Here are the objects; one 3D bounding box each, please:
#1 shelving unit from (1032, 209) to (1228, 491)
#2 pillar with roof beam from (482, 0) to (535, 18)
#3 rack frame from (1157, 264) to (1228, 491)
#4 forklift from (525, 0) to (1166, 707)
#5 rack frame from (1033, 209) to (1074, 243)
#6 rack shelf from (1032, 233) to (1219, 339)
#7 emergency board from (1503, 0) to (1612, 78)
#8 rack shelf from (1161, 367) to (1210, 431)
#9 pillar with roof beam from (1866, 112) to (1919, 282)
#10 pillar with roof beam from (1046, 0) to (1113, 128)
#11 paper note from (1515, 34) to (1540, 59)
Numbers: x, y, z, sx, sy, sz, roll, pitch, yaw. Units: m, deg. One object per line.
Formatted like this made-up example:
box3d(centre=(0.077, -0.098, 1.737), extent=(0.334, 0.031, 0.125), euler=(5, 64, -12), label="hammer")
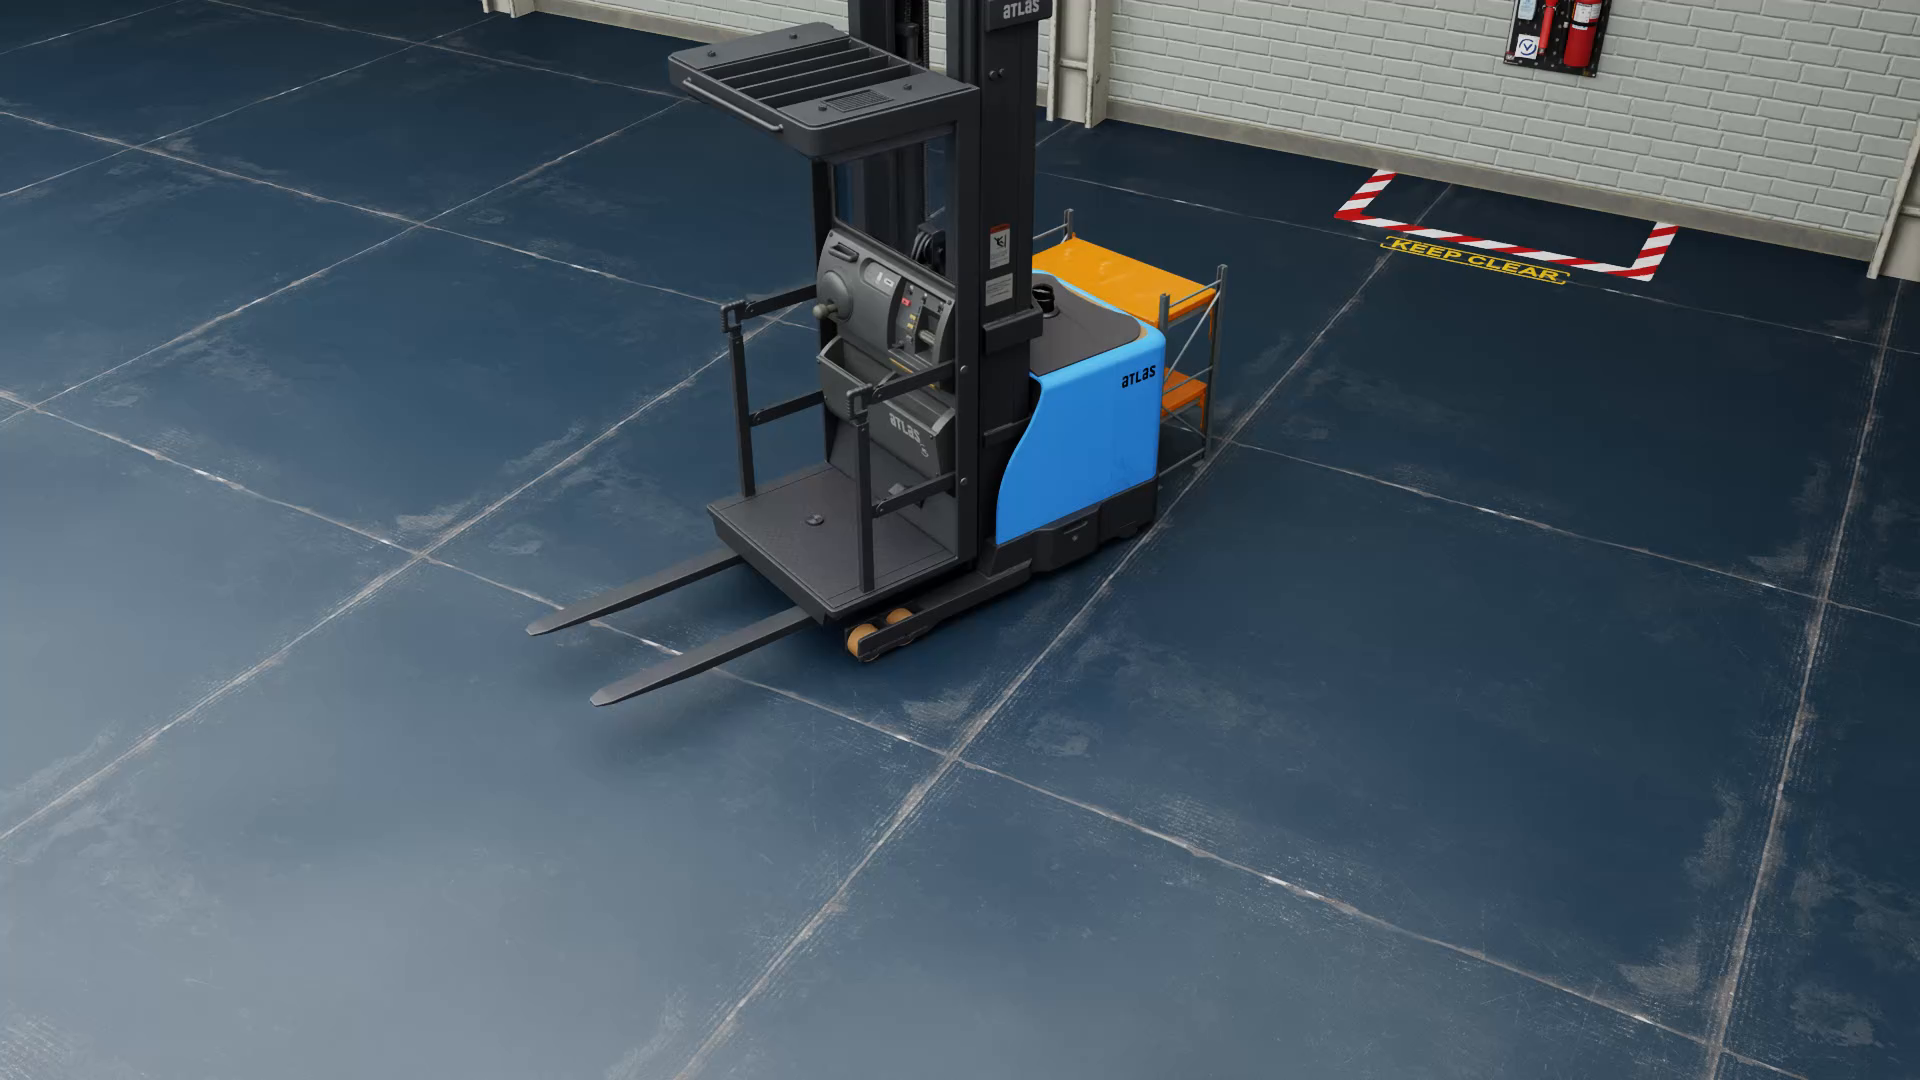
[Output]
box3d(centre=(0.784, -0.999, 8.736), extent=(1.048, 1.125, 0.538), euler=(29, 43, 36), label="shelving unit")
box3d(centre=(-6.408, -6.703, 10.198), extent=(0.400, 9.000, 9.100), euler=(18, 37, 24), label="pillar with roof beam")
box3d(centre=(1.146, -0.802, 8.439), extent=(0.032, 1.125, 0.500), euler=(29, 43, 36), label="rack frame")
box3d(centre=(-0.497, -1.009, 7.121), extent=(3.031, 2.935, 1.130), euler=(-23, 40, -30), label="forklift")
box3d(centre=(0.421, -1.197, 9.032), extent=(0.032, 1.125, 0.500), euler=(29, 43, 36), label="rack frame")
box3d(centre=(0.784, -1.243, 8.573), extent=(1.000, 0.278, 0.538), euler=(29, 43, 36), label="rack shelf")
box3d(centre=(4.020, -3.676, 11.064), extent=(0.643, 1.169, 0.194), euler=(18, 37, 24), label="emergency board")
box3d(centre=(0.784, -0.796, 8.871), extent=(1.000, 0.278, 0.538), euler=(29, 43, 36), label="rack shelf")
box3d(centre=(4.010, -3.403, 5.242), extent=(0.400, 9.000, 9.100), euler=(18, 37, 24), label="pillar with roof beam")
box3d(centre=(-1.199, -5.053, 7.720), extent=(0.400, 9.000, 9.100), euler=(18, 37, 24), label="pillar with roof beam")
box3d(centre=(3.900, -3.391, 11.431), extent=(0.142, 0.148, 0.016), euler=(18, 37, 24), label="paper note")
